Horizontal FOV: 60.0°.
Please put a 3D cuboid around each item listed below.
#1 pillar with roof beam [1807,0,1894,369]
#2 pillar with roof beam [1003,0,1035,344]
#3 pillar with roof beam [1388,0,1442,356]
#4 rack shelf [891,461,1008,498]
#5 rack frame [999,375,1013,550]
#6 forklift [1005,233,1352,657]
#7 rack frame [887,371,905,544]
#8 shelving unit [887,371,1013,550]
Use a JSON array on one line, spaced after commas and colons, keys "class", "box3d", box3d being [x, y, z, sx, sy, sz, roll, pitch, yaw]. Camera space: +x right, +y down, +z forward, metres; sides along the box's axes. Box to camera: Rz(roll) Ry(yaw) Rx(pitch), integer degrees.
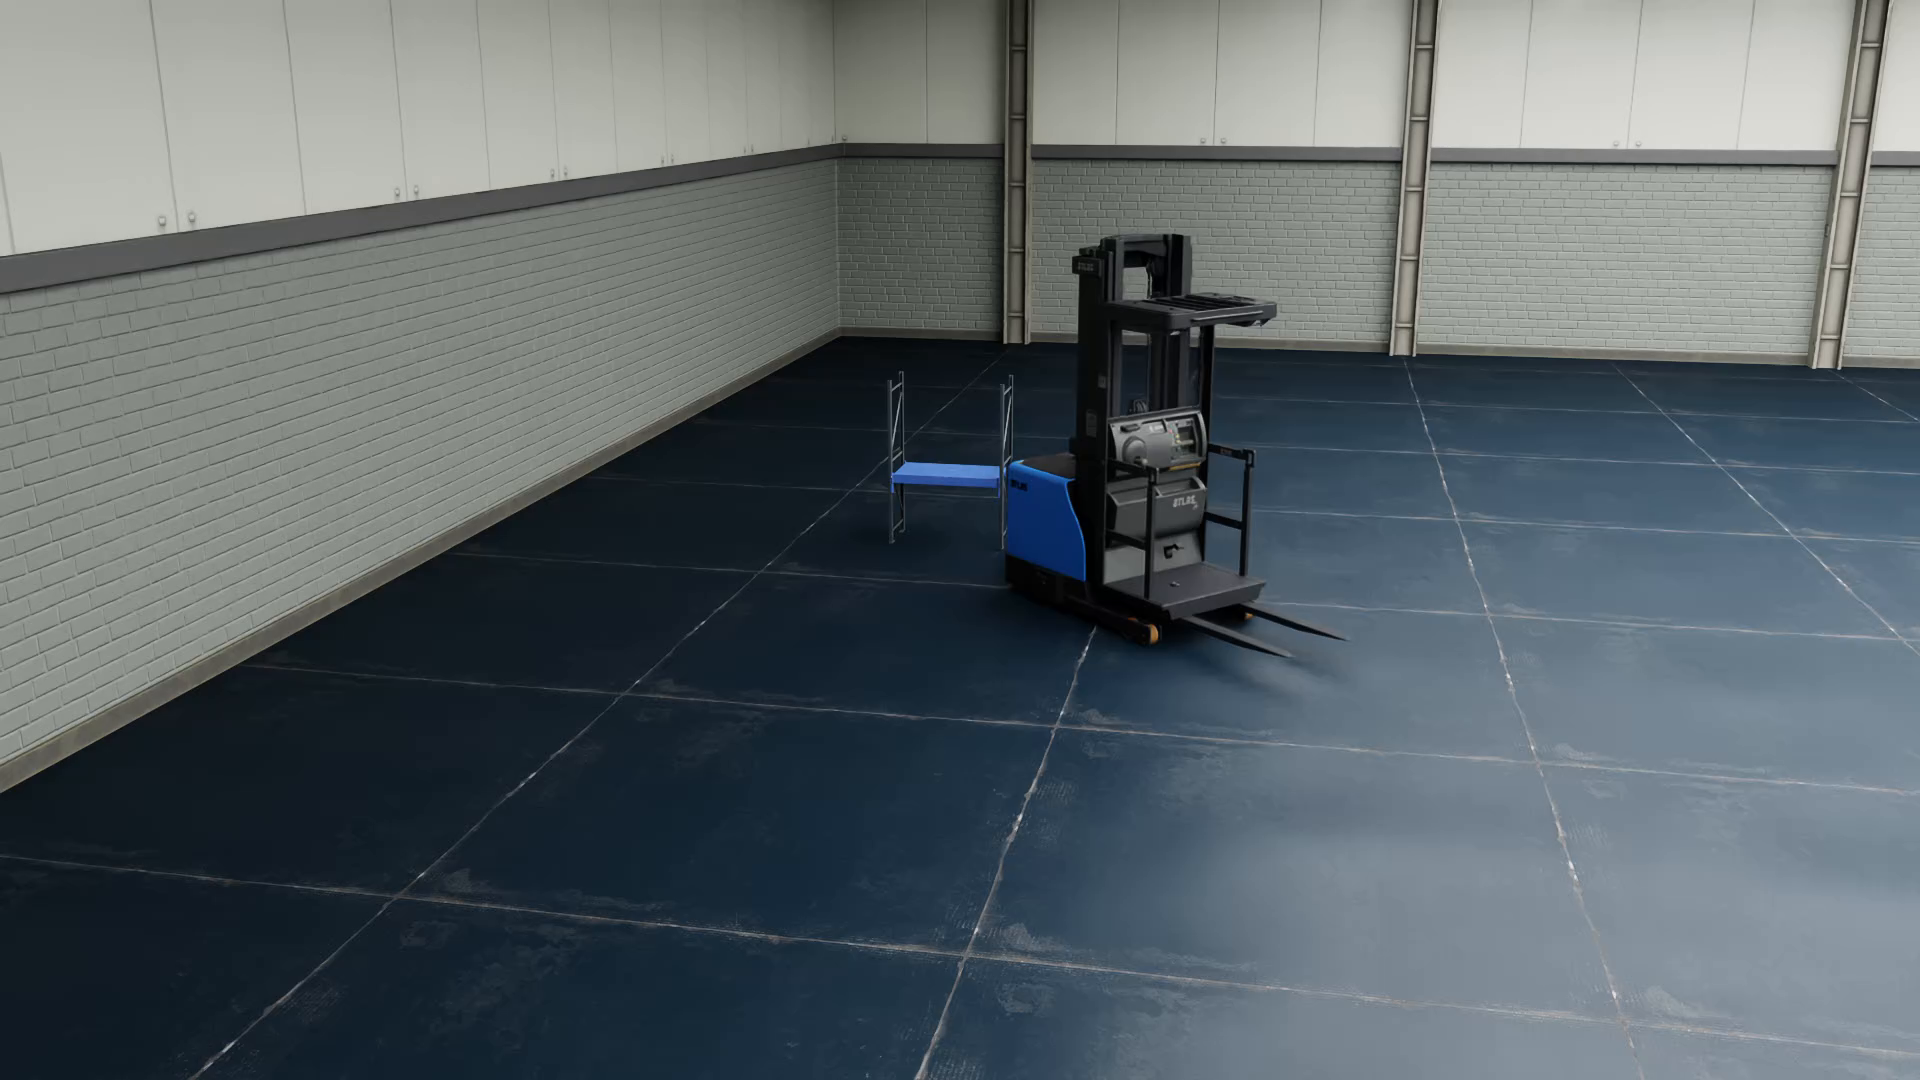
[{"class": "pillar with roof beam", "box3d": [11.816, -5.746, 19.137, 0.400, 9.000, 9.100, 3, 16, 11]}, {"class": "pillar with roof beam", "box3d": [0.056, -6.384, 21.441, 0.400, 9.000, 9.100, 3, 16, 11]}, {"class": "pillar with roof beam", "box3d": [5.936, -6.065, 20.289, 0.400, 9.000, 9.100, 3, 16, 11]}, {"class": "rack shelf", "box3d": [-0.084, -0.554, 15.114, 1.000, 0.185, 0.538, 3, 16, 11]}, {"class": "rack frame", "box3d": [0.415, -0.700, 14.969, 0.032, 1.500, 0.500, 3, 16, 11]}, {"class": "forklift", "box3d": [1.644, -0.770, 12.540, 1.130, 2.935, 3.031, -11, 19, -34]}, {"class": "rack frame", "box3d": [-0.582, -0.754, 15.164, 0.032, 1.500, 0.500, 3, 16, 11]}, {"class": "shelving unit", "box3d": [-0.084, -0.727, 15.066, 1.048, 1.500, 0.538, 3, 16, 11]}]
